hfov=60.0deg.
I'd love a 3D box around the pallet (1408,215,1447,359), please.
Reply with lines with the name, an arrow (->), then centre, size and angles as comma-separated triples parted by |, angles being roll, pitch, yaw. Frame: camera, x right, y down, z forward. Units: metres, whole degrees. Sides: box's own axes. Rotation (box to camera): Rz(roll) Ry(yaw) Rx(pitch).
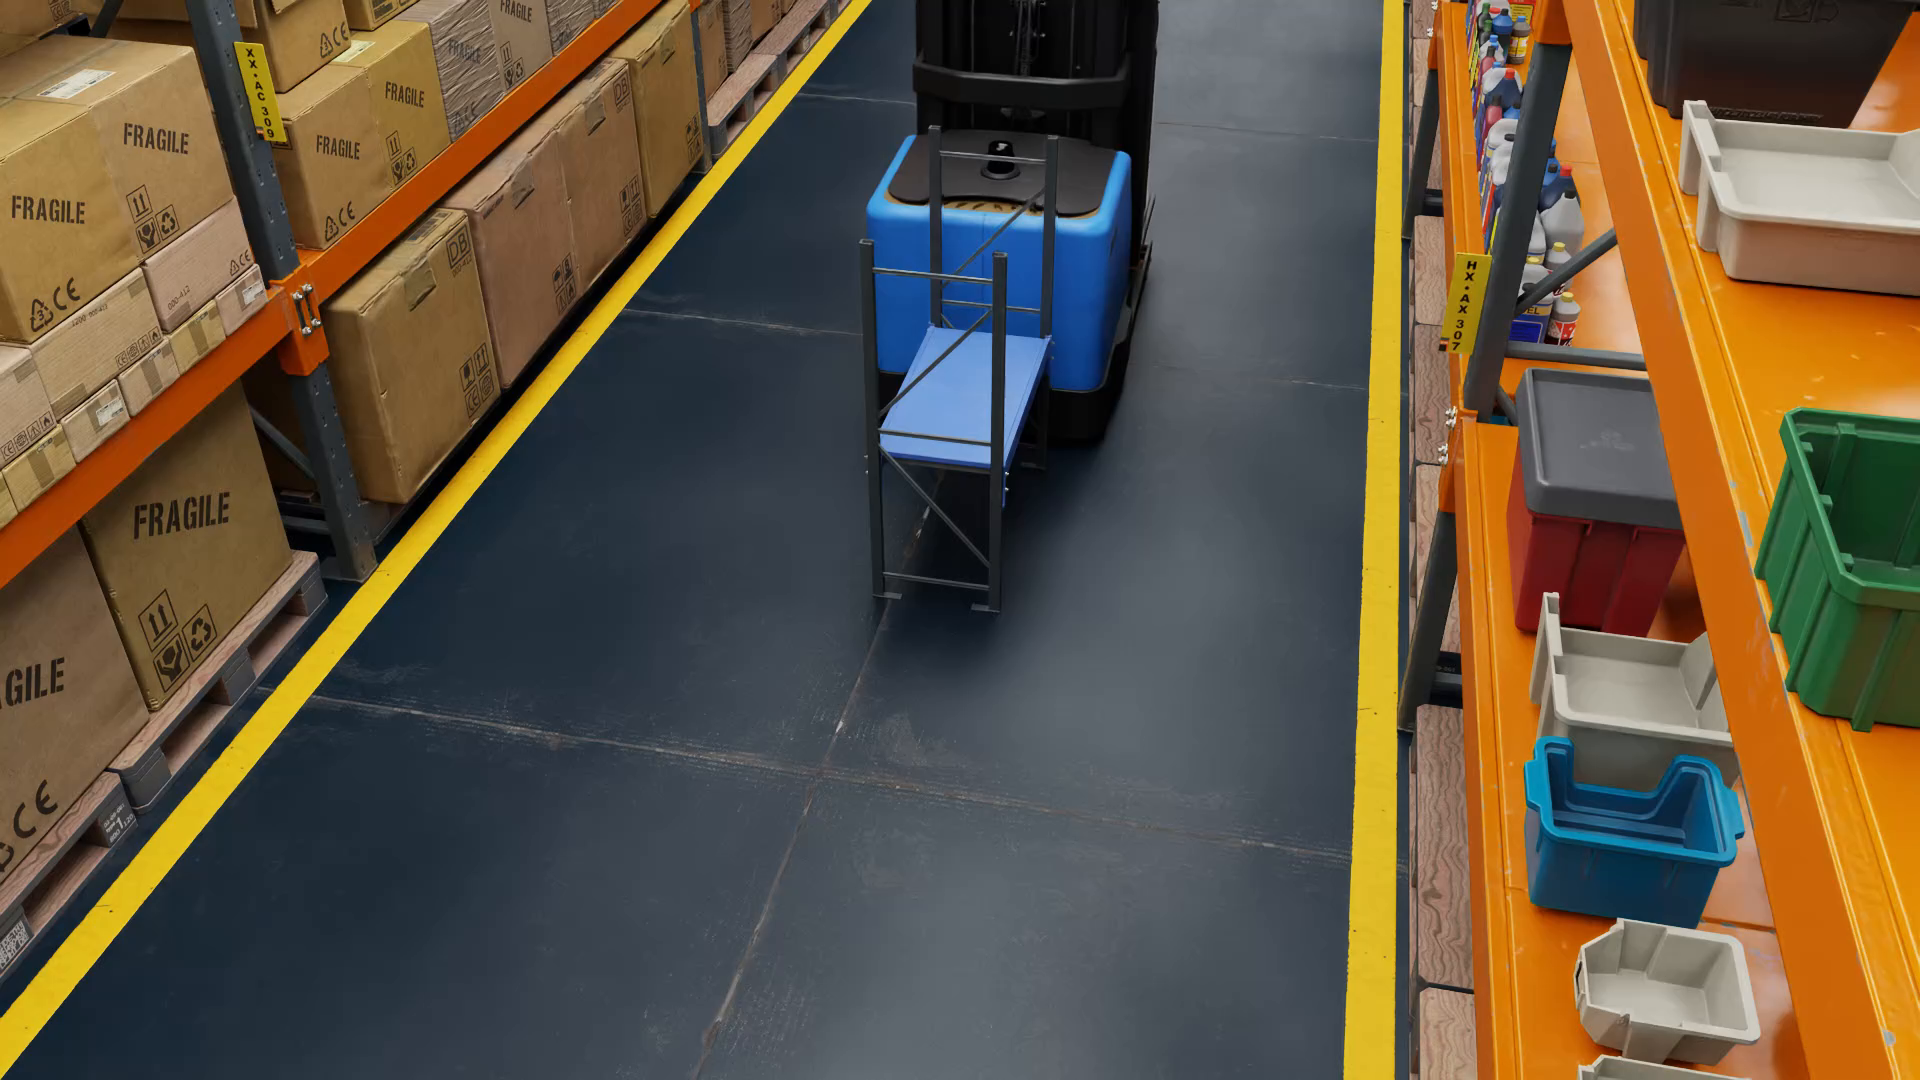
pallet -> 2.757, -1.221, 8.255 | 1.003, 0.211, 1.213 | 7, 37, 10

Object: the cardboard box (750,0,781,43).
cardboard box -> -1.610, -3.627, 10.953 | 0.700, 0.500, 0.500 | 10, 37, 14

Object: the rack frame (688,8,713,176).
rack frame -> -1.954, -3.429, 8.924 | 1.000, 3.000, 0.127 | 7, 37, 10

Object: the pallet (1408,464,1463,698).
pallet -> 2.236, 0.177, 6.325 | 1.003, 0.211, 1.213 | 7, 37, 10

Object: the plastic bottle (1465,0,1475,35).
plastic bottle -> 2.425, -2.485, 7.732 | 0.097, 0.271, 0.097 | 0, 36, 0

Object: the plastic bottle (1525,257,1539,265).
plastic bottle -> 1.884, -0.839, 5.521 | 0.097, 0.201, 0.097 | 0, 36, 0

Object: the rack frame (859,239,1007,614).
rack frame -> -0.090, -0.365, 5.975 | 0.500, 1.500, 0.032 | 7, 37, 10

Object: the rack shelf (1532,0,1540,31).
rack shelf -> 2.457, -2.584, 5.817 | 1.077, 0.370, 4.000 | 7, 37, 10

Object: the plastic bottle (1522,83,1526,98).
plastic bottle -> 2.319, -1.752, 6.653 | 0.144, 0.351, 0.185 | 7, 37, 10

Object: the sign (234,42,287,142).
sign -> -2.266, -1.449, 5.388 | 0.100, 0.325, 0.005 | 7, 37, 10

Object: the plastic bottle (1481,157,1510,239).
plastic bottle -> 1.984, -1.229, 5.996 | 0.152, 0.276, 0.135 | 7, 37, 10

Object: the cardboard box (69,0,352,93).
cardboard box -> -2.680, -1.949, 5.943 | 0.797, 0.503, 0.637 | 6, 36, 9

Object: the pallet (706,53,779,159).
pallet -> -1.786, -2.747, 10.361 | 1.003, 0.211, 1.213 | 7, 37, 10

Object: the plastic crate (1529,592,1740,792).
plastic crate -> 1.524, 0.362, 3.745 | 0.437, 0.282, 0.530 | 7, 37, 10

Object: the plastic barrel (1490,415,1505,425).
plastic barrel -> 2.314, -0.551, 6.384 | 0.600, 0.901, 0.708 | 7, 37, 10

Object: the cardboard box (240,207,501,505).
cardboard box -> -2.691, -0.814, 6.770 | 1.225, 0.875, 0.875 | 7, 37, 10

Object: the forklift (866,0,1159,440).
forklift -> 0.388, -2.484, 7.680 | 1.130, 2.935, 3.031 | 7, 36, 9

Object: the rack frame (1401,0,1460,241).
rack frame -> 2.884, -2.808, 8.068 | 1.000, 3.000, 0.127 | 7, 37, 10

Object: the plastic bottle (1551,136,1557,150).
plastic bottle -> 2.188, -1.433, 6.280 | 0.097, 0.271, 0.097 | 0, 36, 0

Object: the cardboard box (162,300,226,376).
cardboard box -> -2.609, -0.670, 5.332 | 0.380, 0.149, 0.250 | 8, 37, 11

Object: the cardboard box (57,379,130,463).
cardboard box -> -2.718, -0.376, 4.926 | 0.380, 0.149, 0.250 | 8, 37, 11

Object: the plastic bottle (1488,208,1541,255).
plastic bottle -> 1.907, -1.063, 5.702 | 0.144, 0.351, 0.185 | 7, 37, 10

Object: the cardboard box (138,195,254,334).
cardboard box -> -2.647, -0.909, 5.322 | 0.500, 0.250, 0.500 | 7, 36, 9

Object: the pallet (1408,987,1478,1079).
pallet -> 1.652, 1.743, 4.166 | 1.003, 0.211, 1.213 | 7, 37, 10

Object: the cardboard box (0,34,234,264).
cardboard box -> -2.646, -1.202, 5.087 | 0.500, 0.500, 0.500 | 8, 37, 11

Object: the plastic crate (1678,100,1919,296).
plastic crate -> 1.375, -0.545, 2.614 | 0.437, 0.136, 0.530 | 7, 37, 10

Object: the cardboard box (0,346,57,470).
cardboard box -> -2.864, -0.319, 4.509 | 0.500, 0.250, 0.500 | 8, 37, 11

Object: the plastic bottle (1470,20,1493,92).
plastic bottle -> 2.255, -2.084, 7.169 | 0.061, 0.283, 0.133 | 7, 37, 10

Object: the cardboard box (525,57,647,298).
cardboard box -> -2.320, -1.835, 8.179 | 1.225, 0.875, 0.875 | 7, 37, 10

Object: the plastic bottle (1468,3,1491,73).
plastic bottle -> 2.304, -2.217, 7.352 | 0.061, 0.283, 0.133 | 7, 37, 10

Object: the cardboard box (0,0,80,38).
cardboard box -> -6.560, -3.705, 10.865 | 1.050, 0.750, 0.750 | 7, 36, 9

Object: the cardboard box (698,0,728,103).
cardboard box -> -1.831, -2.981, 10.062 | 0.700, 0.500, 0.500 | 5, 36, 8

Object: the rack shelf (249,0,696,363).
rack shelf -> -2.381, -1.991, 7.554 | 1.077, 0.370, 4.000 | 7, 37, 10

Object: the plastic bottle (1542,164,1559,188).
plastic bottle -> 2.110, -1.222, 5.990 | 0.097, 0.271, 0.097 | 0, 36, 0

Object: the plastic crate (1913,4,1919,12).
plastic crate -> 2.235, -1.362, 3.698 | 0.450, 0.188, 0.662 | 7, 37, 10

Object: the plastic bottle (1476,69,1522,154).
plastic bottle -> 2.142, -1.694, 6.573 | 0.144, 0.351, 0.185 | 7, 37, 10

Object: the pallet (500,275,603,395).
pallet -> -2.459, -1.160, 8.170 | 1.003, 0.211, 1.213 | 7, 37, 10

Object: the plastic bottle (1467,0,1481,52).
plastic bottle -> 2.361, -2.370, 7.564 | 0.061, 0.283, 0.133 | 7, 37, 10

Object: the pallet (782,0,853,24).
pallet -> -1.265, -4.146, 12.291 | 1.003, 0.211, 1.213 | 7, 37, 10

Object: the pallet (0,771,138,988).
pallet -> -3.306, 1.121, 5.023 | 1.003, 0.211, 1.213 | 7, 37, 10

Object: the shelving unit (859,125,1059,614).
shelving unit -> 0.018, -0.656, 6.377 | 0.538, 1.500, 1.048 | 7, 37, 10

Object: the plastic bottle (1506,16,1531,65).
plastic bottle -> 2.503, -2.249, 7.467 | 0.097, 0.201, 0.097 | 0, 36, 0

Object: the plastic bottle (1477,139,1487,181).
plastic bottle -> 2.060, -1.479, 6.404 | 0.097, 0.201, 0.097 | 0, 36, 0

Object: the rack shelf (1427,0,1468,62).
rack shelf -> 3.312, -3.663, 9.861 | 1.077, 0.370, 4.000 | 7, 37, 10

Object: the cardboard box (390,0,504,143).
cardboard box -> -2.252, -1.983, 6.845 | 0.500, 0.500, 0.500 | 7, 36, 9

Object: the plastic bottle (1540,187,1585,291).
plastic bottle -> 2.048, -1.044, 5.677 | 0.144, 0.351, 0.185 | 7, 37, 10

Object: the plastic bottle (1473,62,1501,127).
plastic bottle -> 2.178, -1.823, 6.819 | 0.097, 0.271, 0.097 | 0, 36, 0

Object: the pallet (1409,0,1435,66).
pallet -> 3.609, -3.517, 11.422 | 1.003, 0.211, 1.213 | 7, 37, 10

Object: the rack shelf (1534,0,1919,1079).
rack shelf -> 1.603, -0.291, 2.653 | 1.077, 0.370, 4.000 | 7, 37, 10

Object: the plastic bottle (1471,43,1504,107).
plastic bottle -> 2.227, -1.955, 7.001 | 0.097, 0.271, 0.097 | 0, 36, 0

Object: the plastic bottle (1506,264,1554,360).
plastic bottle -> 1.798, -0.731, 5.308 | 0.152, 0.276, 0.135 | 7, 37, 10

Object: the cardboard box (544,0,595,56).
cardboard box -> -2.038, -2.572, 7.657 | 0.500, 0.500, 0.500 | 6, 36, 8

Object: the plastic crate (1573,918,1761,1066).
plastic crate -> 1.330, 0.872, 3.165 | 0.298, 0.136, 0.250 | 7, 37, 10

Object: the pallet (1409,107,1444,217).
pallet -> 3.088, -2.118, 9.492 | 1.003, 0.211, 1.213 | 7, 37, 10

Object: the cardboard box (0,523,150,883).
cardboard box -> -3.220, 0.439, 5.041 | 0.875, 0.875, 0.875 | 7, 37, 10

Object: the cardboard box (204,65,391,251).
cardboard box -> -2.466, -1.408, 6.052 | 0.500, 0.500, 0.500 | 7, 37, 10

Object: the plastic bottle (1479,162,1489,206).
plastic bottle -> 2.011, -1.346, 6.221 | 0.097, 0.201, 0.097 | 0, 36, 0

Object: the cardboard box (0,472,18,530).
cardboard box -> -2.828, -0.081, 4.520 | 0.380, 0.149, 0.250 | 7, 36, 9

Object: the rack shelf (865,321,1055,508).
rack shelf -> 0.018, -0.511, 6.483 | 0.538, 0.185, 1.000 | 7, 37, 10
